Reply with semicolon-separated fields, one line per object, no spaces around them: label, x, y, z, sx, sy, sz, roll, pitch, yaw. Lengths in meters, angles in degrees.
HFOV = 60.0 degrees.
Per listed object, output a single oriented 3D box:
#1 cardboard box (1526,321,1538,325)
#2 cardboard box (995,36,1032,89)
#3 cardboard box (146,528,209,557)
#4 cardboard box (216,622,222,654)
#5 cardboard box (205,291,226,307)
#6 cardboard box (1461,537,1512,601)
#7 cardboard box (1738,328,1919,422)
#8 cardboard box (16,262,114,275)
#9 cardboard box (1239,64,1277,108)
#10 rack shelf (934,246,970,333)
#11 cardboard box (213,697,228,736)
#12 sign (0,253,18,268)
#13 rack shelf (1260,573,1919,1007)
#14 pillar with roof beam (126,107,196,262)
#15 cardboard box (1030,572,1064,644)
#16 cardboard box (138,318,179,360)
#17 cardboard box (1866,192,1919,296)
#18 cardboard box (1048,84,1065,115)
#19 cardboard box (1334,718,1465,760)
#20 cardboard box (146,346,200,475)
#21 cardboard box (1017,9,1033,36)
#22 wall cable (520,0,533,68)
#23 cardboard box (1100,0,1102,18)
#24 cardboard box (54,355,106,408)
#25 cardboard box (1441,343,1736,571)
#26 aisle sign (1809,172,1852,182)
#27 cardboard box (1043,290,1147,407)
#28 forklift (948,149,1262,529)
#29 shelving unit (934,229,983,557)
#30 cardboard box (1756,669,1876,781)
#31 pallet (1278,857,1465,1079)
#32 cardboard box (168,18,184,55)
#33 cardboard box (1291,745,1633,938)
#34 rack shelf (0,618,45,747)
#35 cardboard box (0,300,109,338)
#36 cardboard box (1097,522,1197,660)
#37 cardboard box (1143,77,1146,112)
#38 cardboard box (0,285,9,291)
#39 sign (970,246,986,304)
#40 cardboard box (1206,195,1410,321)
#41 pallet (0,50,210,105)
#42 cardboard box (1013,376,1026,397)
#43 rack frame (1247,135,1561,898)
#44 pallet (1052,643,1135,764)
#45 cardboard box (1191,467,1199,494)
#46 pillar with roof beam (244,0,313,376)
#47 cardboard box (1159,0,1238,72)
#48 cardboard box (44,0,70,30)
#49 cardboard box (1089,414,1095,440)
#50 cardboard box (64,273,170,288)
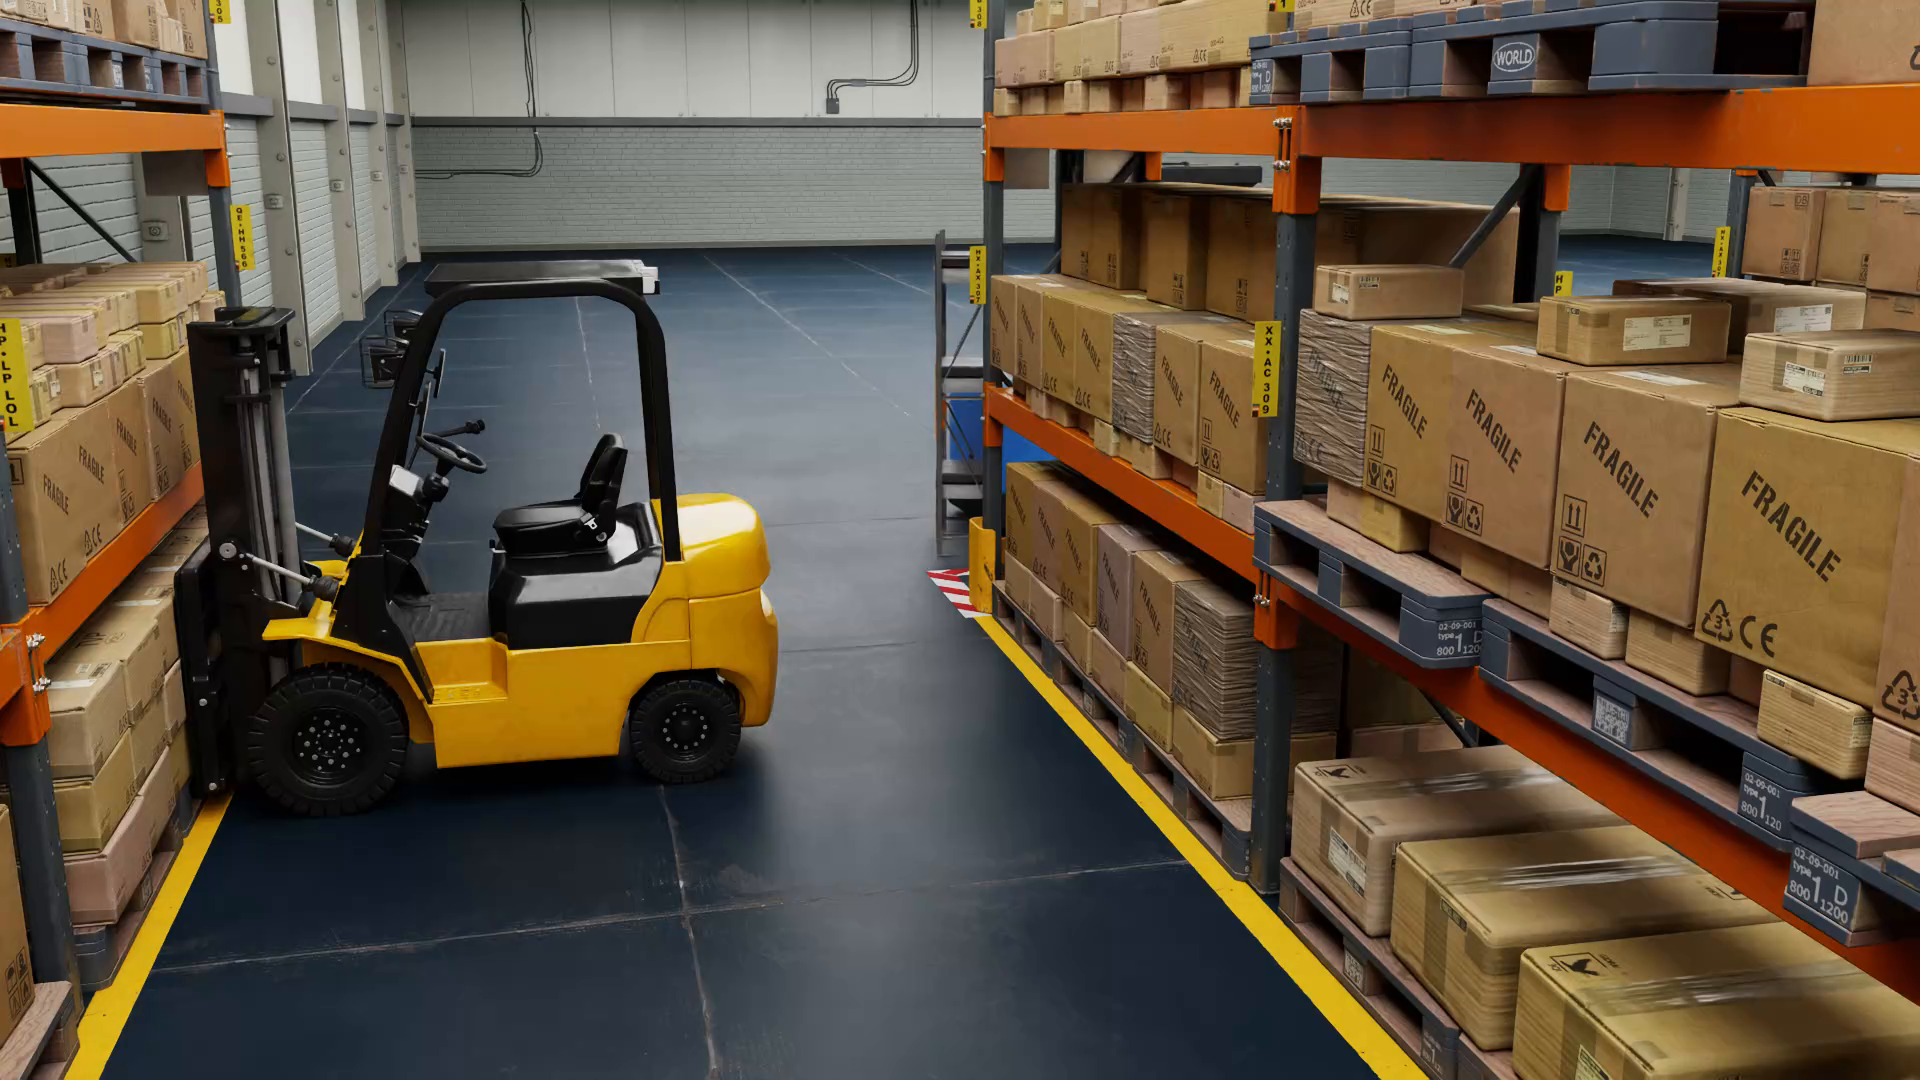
cardboard box;2.021;-0.381;4.945;0.500;0.500;0.500;-3;14;-13
cardboard box;0.491;-2.513;8.762;0.500;0.250;0.500;-4;14;-14
cardboard box;-3.527;0.131;7.374;0.500;0.250;0.500;-3;14;-12
cardboard box;-3.525;0.380;7.405;0.500;0.250;0.500;-4;14;-14
cardboard box;-3.838;-1.137;8.182;0.380;0.149;0.250;-3;14;-12
cardboard box;1.605;0.052;4.539;0.380;0.149;0.250;-3;14;-12
cardboard box;1.853;-0.343;3.423;0.380;0.149;0.250;-4;14;-16
cardboard box;-4.321;-1.256;8.045;0.380;0.149;0.250;-4;14;-14
cardboard box;1.200;-1.583;5.796;0.380;0.149;0.250;-3;14;-13
rack shelf;0.059;-1.632;10.792;0.431;0.518;0.480;1;14;3
cardboard box;-3.414;0.735;7.008;0.500;0.250;0.500;-3;14;-11
sign;-4.733;-1.267;8.302;0.100;0.325;0.005;-3;14;-13
rack shelf;2.041;0.619;4.091;1.077;0.370;4.000;-3;14;-13
pillar with roof beam;-2.129;-5.165;13.607;9.100;9.000;0.400;-3;14;-13
cardboard box;0.665;0.336;8.639;0.500;0.250;0.500;-3;14;-11
cardboard box;-3.513;-0.842;6.977;0.380;0.149;0.250;-3;14;-13
cardboard box;5.688;-1.665;9.332;0.875;0.550;0.550;-3;14;-13
cardboard box;0.654;-2.181;8.244;0.380;0.149;0.250;-3;14;-14
cardboard box;1.695;0.788;6.789;0.500;0.250;0.500;-4;14;-16
cardboard box;-3.588;-0.549;7.142;0.500;0.500;0.500;-4;14;-14
cardboard box;0.517;-2.744;8.868;0.380;0.149;0.250;-3;14;-14
wall cable;-8.727;-12.311;38.757;3.097;2.526;0.112;-3;14;-13
cardboard box;0.844;-2.391;7.424;0.380;0.149;0.250;-3;14;-12
cardboard box;-3.208;-0.546;5.764;0.380;0.149;0.250;-3;14;-12
cardboard box;1.624;-0.235;4.346;0.500;0.500;0.500;-3;14;-14
aisle sign;5.695;-2.710;10.722;0.394;0.787;0.004;-3;14;-13
cardboard box;0.719;-0.947;8.144;0.500;0.500;0.500;-4;14;-14
forklift;1.485;-1.656;12.029;3.031;2.935;1.130;-5;14;-18
shelving unit;0.059;-0.966;10.955;0.431;2.100;0.503;1;14;3
cardboard box;1.840;0.351;3.313;0.380;0.149;0.250;-3;14;-12
pallet;1.756;1.342;5.490;1.003;0.211;1.213;-3;14;-13
cardboard box;-3.702;-2.251;7.434;0.380;0.149;0.250;-4;14;-15
cardboard box;1.697;1.001;5.661;0.950;0.372;0.625;-3;14;-12
rack shelf;-2.783;0.896;2.955;1.077;0.370;4.000;-3;14;-13
cardboard box;-3.419;-0.806;6.201;0.380;0.149;0.250;-3;14;-13
cardboard box;0.930;0.219;7.540;0.500;0.500;0.500;-3;14;-10
cardboard box;0.994;-1.886;7.035;0.380;0.149;0.250;-3;14;-12
cardboard box;-4.121;-0.951;6.793;0.380;0.149;0.250;-4;14;-15
sign;0.105;-1.505;9.444;0.100;0.325;0.005;-3;14;-13
cardboard box;1.489;-1.221;7.160;0.700;0.500;0.500;-4;14;-14
pallet;-4.051;-2.087;7.516;1.003;0.211;1.213;-3;14;-13
cardboard box;0.511;-0.903;9.333;0.380;0.149;0.250;-3;14;-13
rack frame;1.572;-0.192;5.894;1.000;3.000;0.127;-3;14;-13
pallet;1.089;0.727;8.005;1.003;0.211;1.213;-3;14;-13
cardboard box;1.149;-0.249;6.656;0.380;0.149;0.250;-3;14;-13
pillar with roof beam;-3.538;-6.549;19.273;9.100;9.000;0.400;-3;14;-13
cardboard box;1.087;-1.924;6.353;0.500;0.250;0.500;-4;14;-14
cardboard box;-3.243;-1.800;5.589;0.380;0.149;0.250;-3;14;-11
cardboard box;0.829;-0.541;7.850;0.380;0.149;0.250;-4;14;-15
cardboard box;-3.741;-1.099;7.402;0.380;0.149;0.250;-3;14;-13
